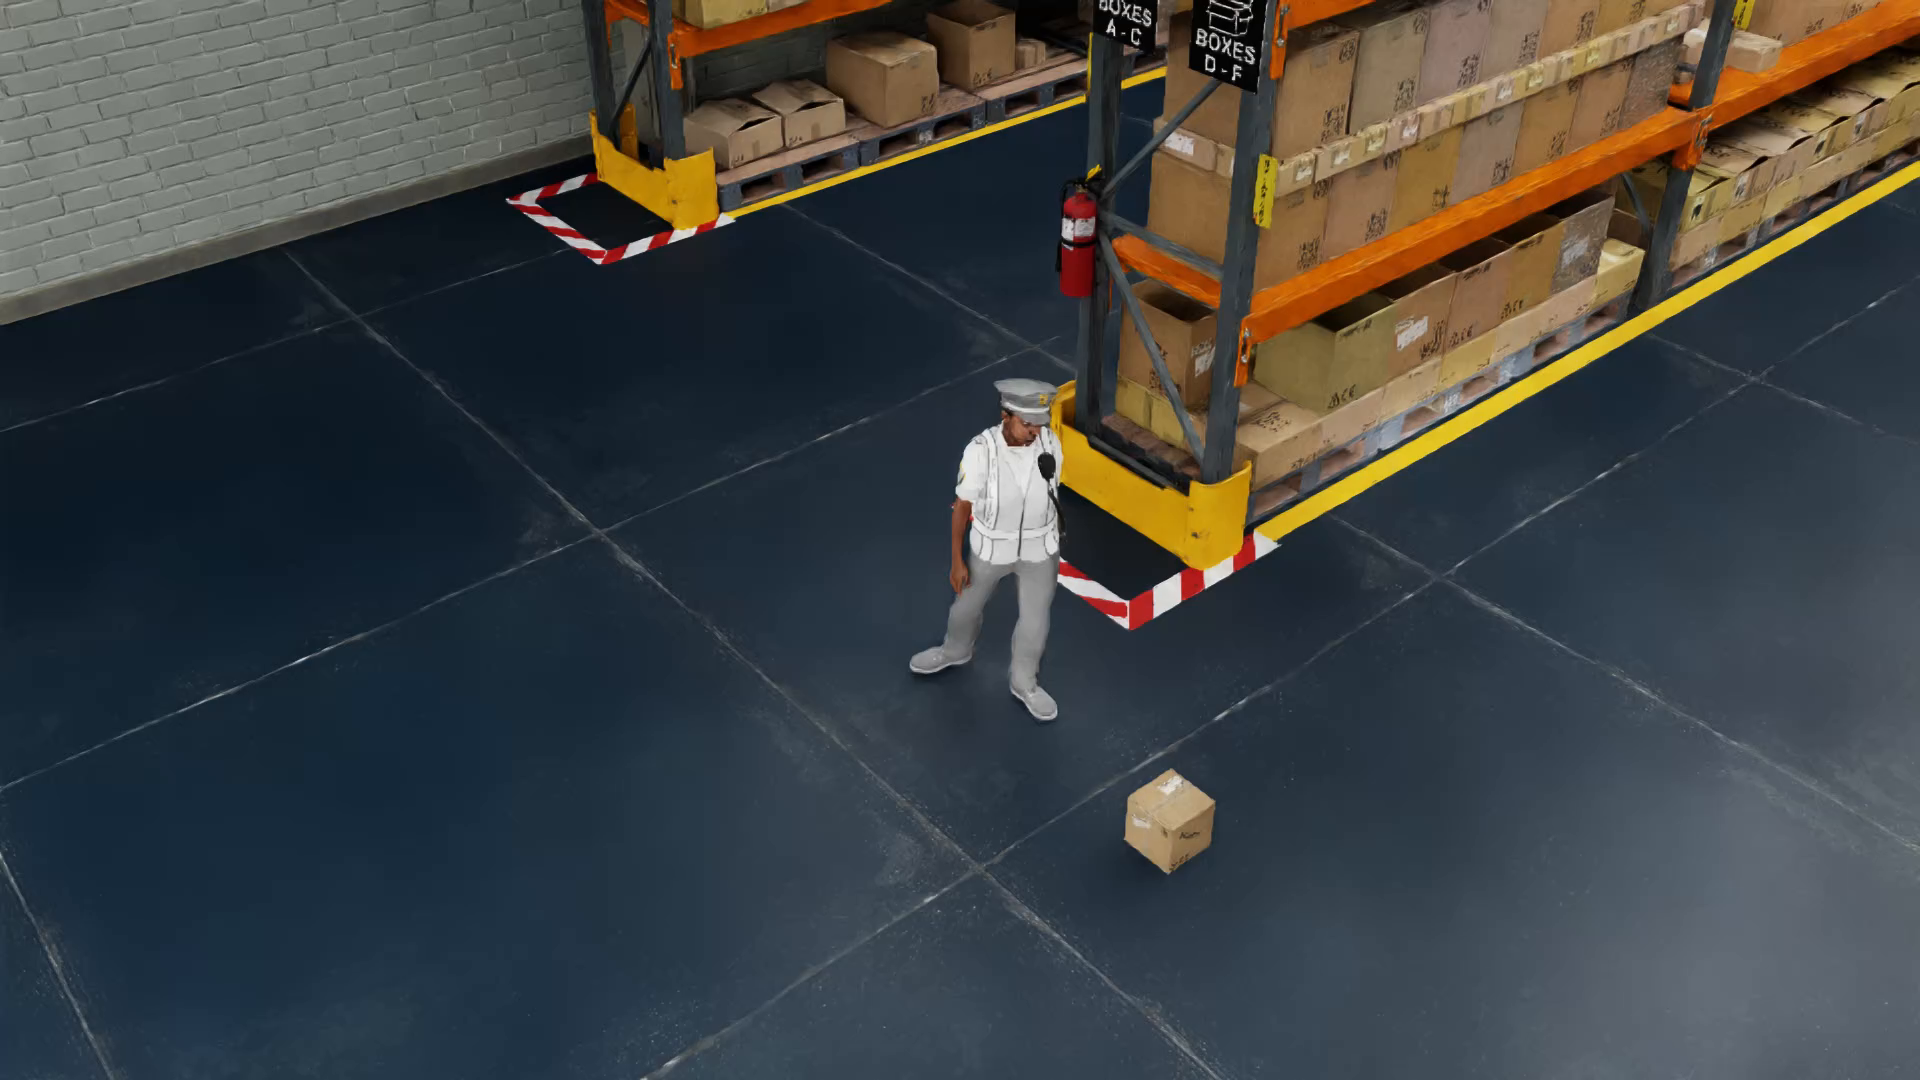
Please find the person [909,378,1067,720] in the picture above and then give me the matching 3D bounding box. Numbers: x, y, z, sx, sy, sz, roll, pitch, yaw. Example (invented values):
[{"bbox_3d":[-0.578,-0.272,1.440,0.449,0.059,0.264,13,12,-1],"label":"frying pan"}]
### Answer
[{"bbox_3d":[0.111,0.023,7.051,0.665,1.654,0.485,-3,36,-4],"label":"person"}]
